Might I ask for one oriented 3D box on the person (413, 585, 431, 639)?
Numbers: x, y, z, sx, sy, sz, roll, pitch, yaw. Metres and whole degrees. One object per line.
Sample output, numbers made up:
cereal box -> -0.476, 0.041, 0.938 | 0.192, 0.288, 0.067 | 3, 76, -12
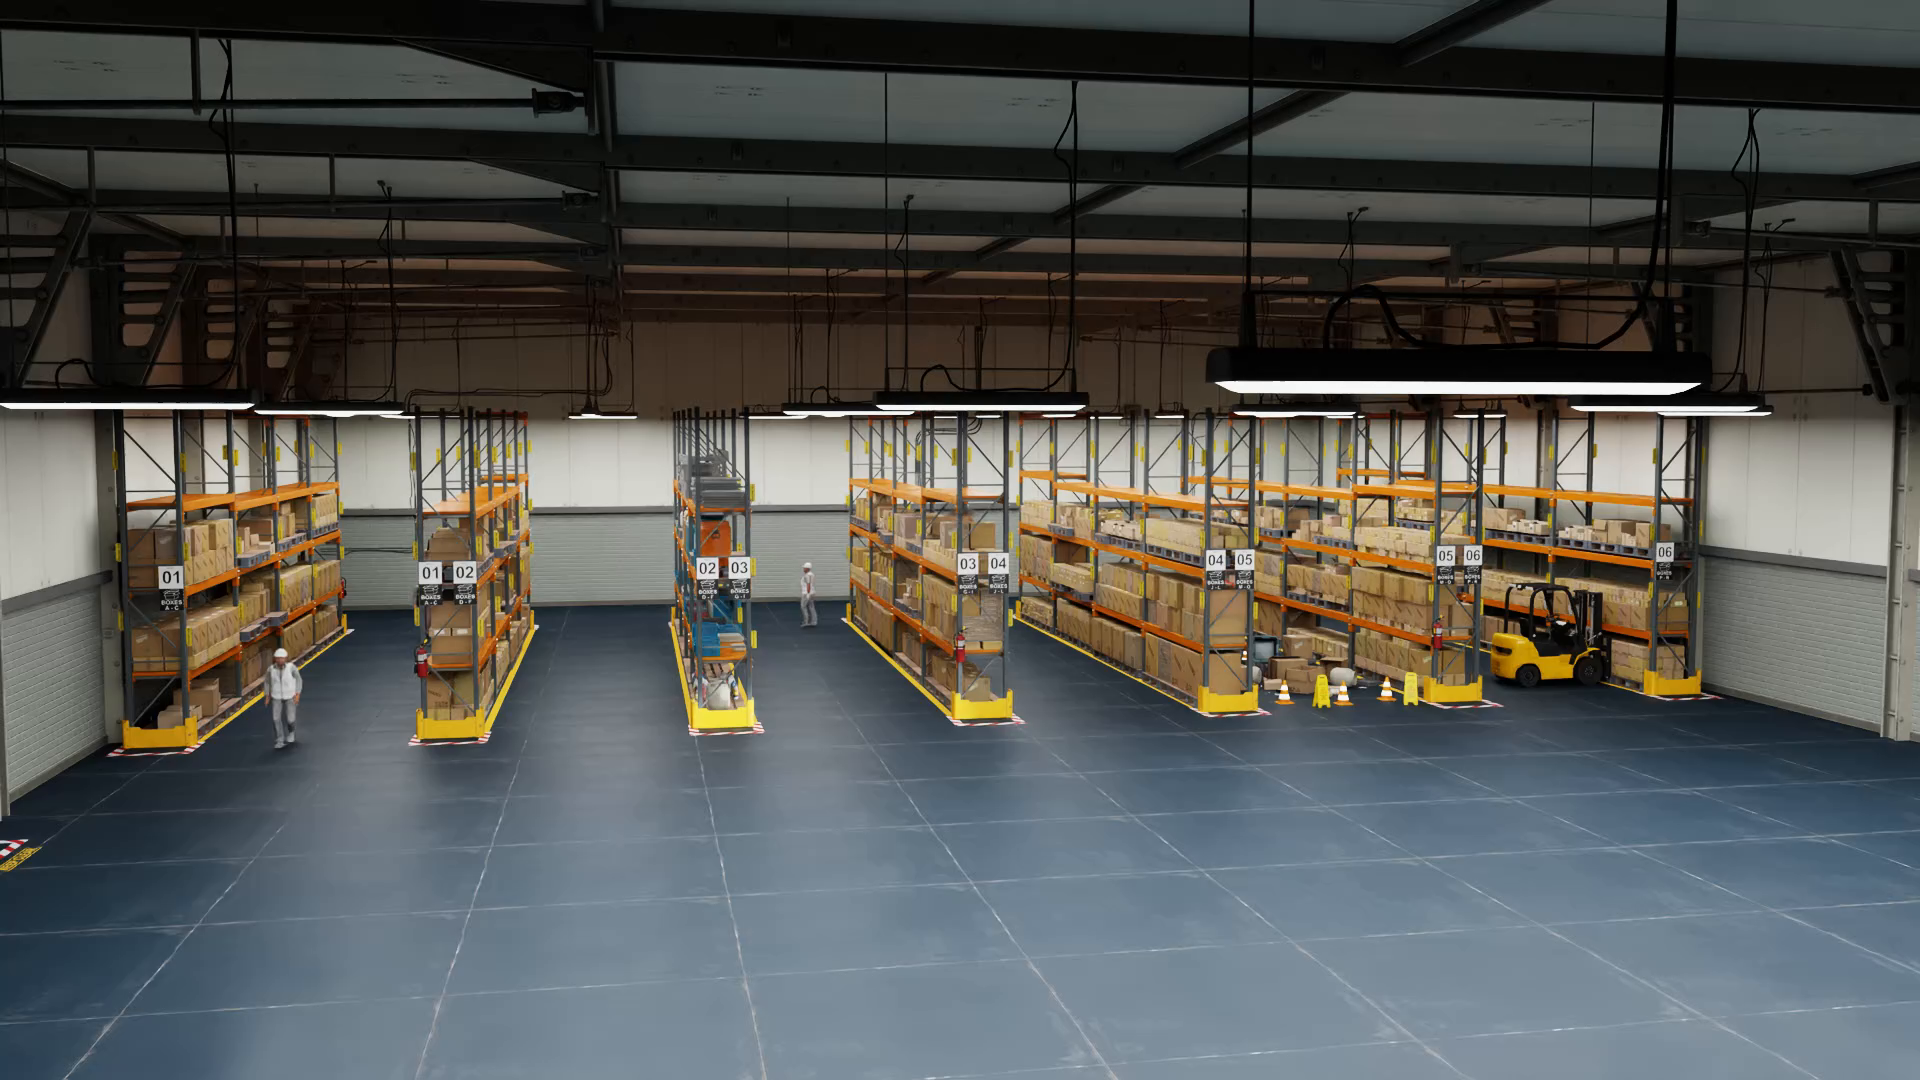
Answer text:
person -> -14.149, 1.753, 43.862 | 0.539, 1.661, 1.069 | -1, 4, -8

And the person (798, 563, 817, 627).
person -> -4.252, 1.547, 46.516 | 0.541, 1.832, 0.616 | 1, 4, 14

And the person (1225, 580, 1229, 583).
person -> 6.627, 1.879, 41.491 | 0.602, 1.791, 0.467 | -4, 5, -42

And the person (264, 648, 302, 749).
person -> -11.949, 2.768, 29.371 | 0.633, 1.760, 0.602 | -1, 4, -11
